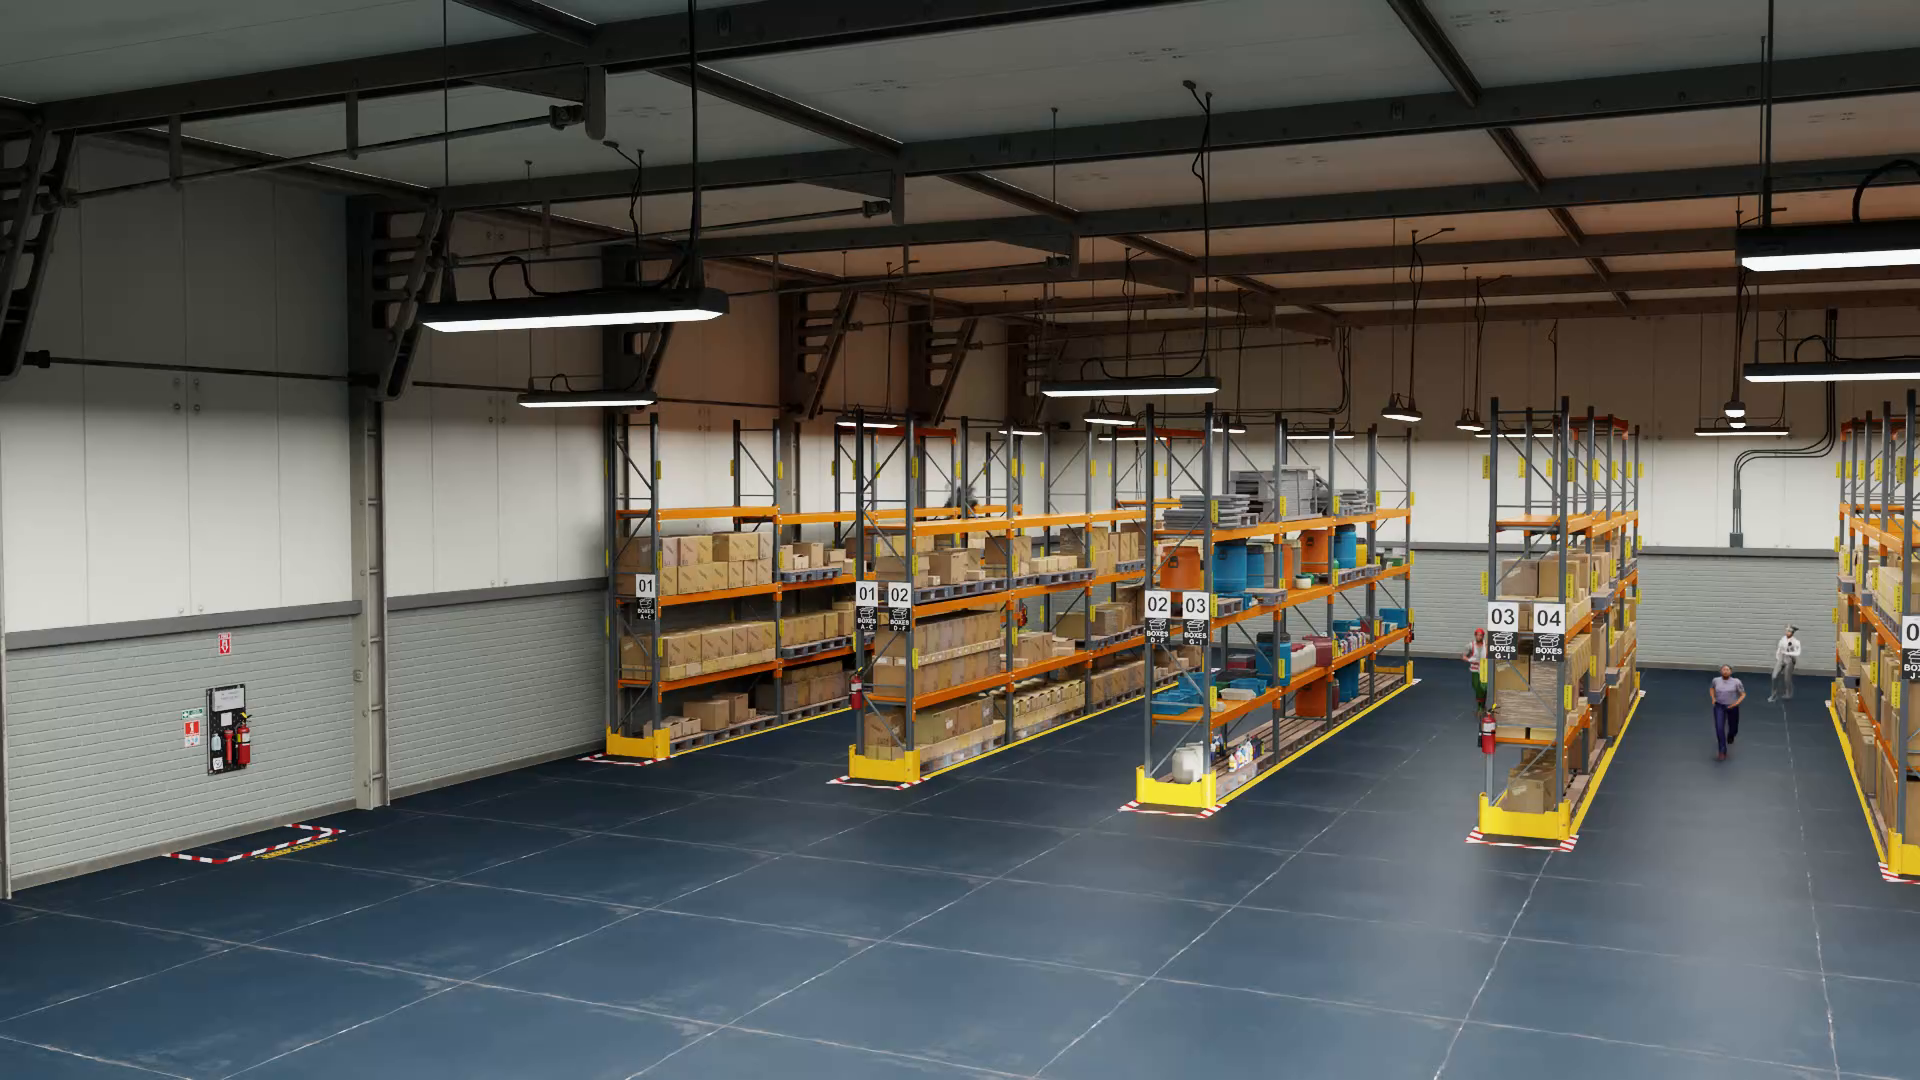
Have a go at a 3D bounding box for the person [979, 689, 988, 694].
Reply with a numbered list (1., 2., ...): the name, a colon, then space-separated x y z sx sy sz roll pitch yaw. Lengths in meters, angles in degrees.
1. person: 0.435 2.722 34.315 0.740 1.718 0.700 1 3 26

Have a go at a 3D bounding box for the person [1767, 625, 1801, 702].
1. person: 17.878 2.675 35.840 0.709 1.733 0.634 -1 3 -32

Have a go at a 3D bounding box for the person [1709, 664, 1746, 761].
1. person: 13.400 2.993 29.050 0.579 1.646 1.053 1 3 22

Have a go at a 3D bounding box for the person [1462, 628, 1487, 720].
1. person: 10.536 2.713 33.685 0.680 1.867 0.849 1 3 21
